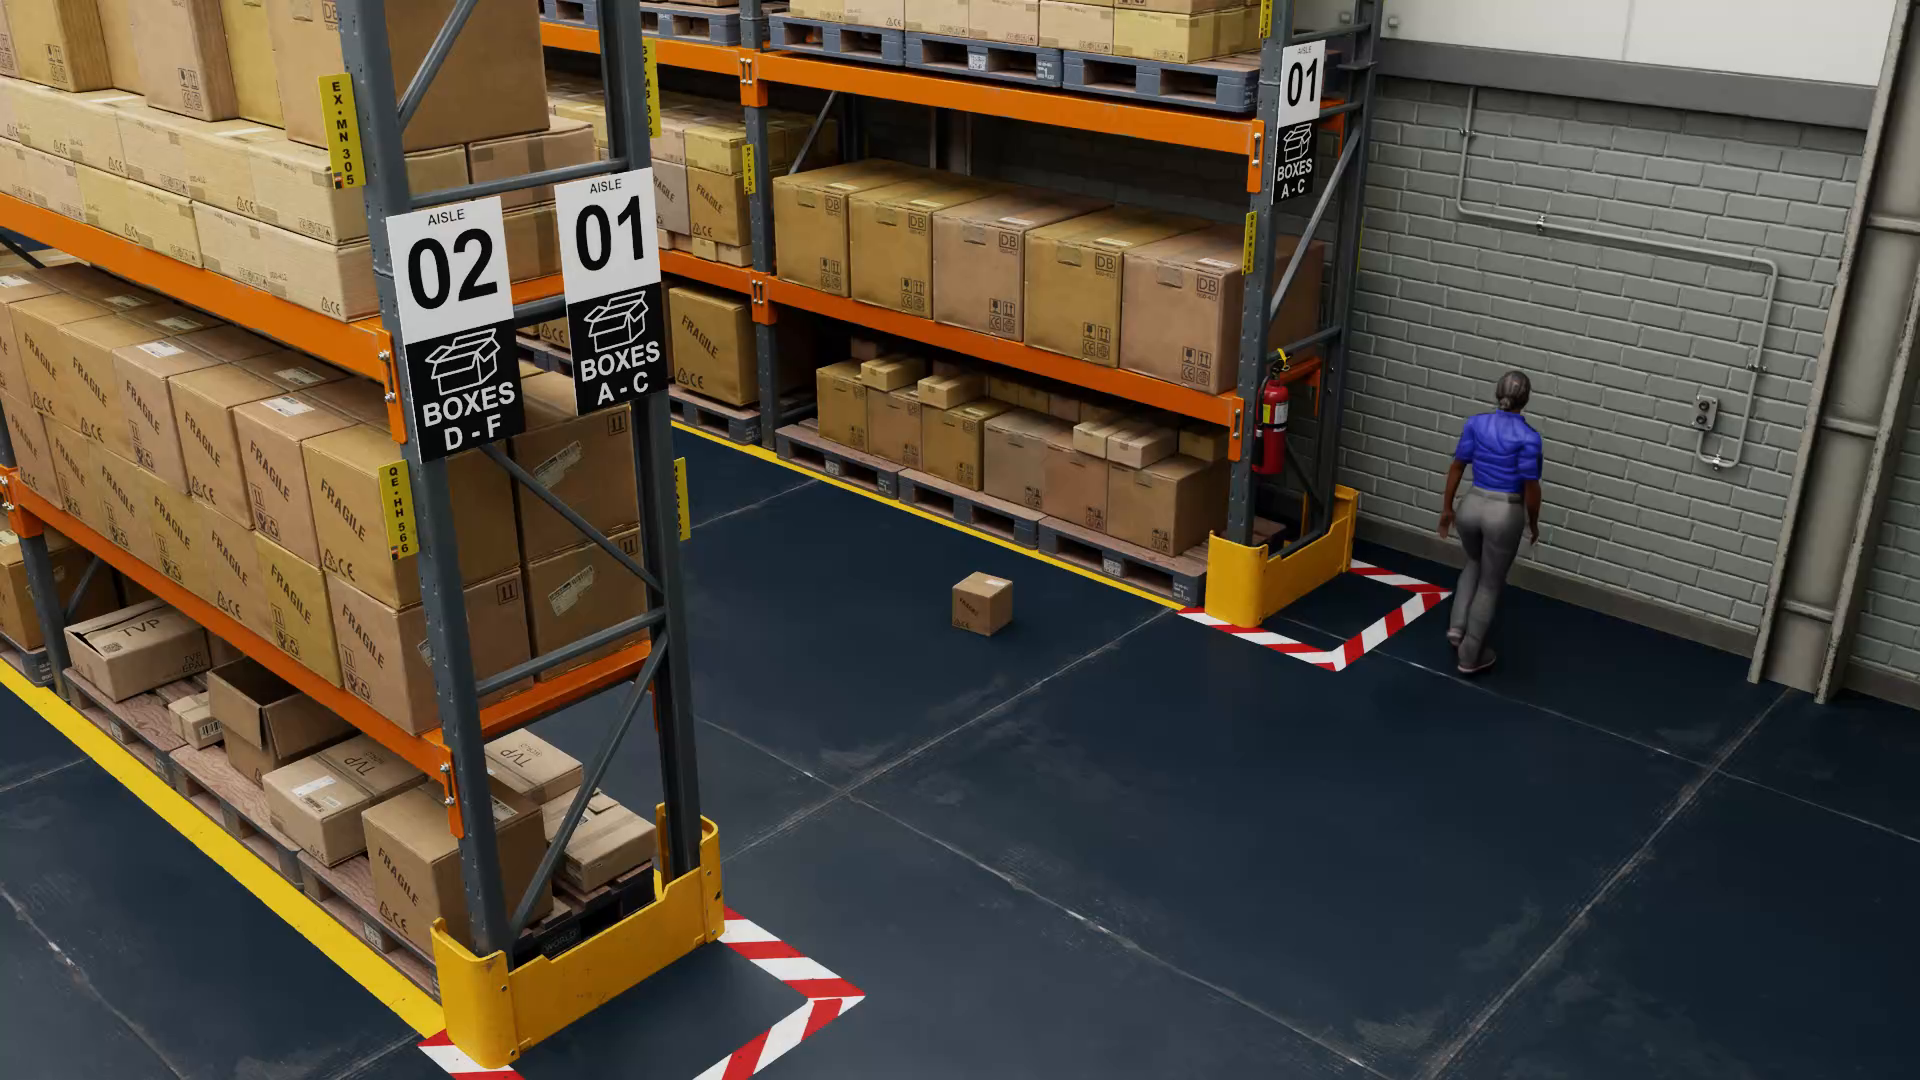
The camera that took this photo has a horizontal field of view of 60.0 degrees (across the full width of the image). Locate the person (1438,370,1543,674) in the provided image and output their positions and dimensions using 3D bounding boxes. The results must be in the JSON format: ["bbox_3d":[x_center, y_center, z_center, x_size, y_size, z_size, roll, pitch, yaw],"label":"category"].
[{"bbox_3d":[2.806,-0.096,8.851,0.490,1.671,0.487,-21,32,-39],"label":"person"}]
